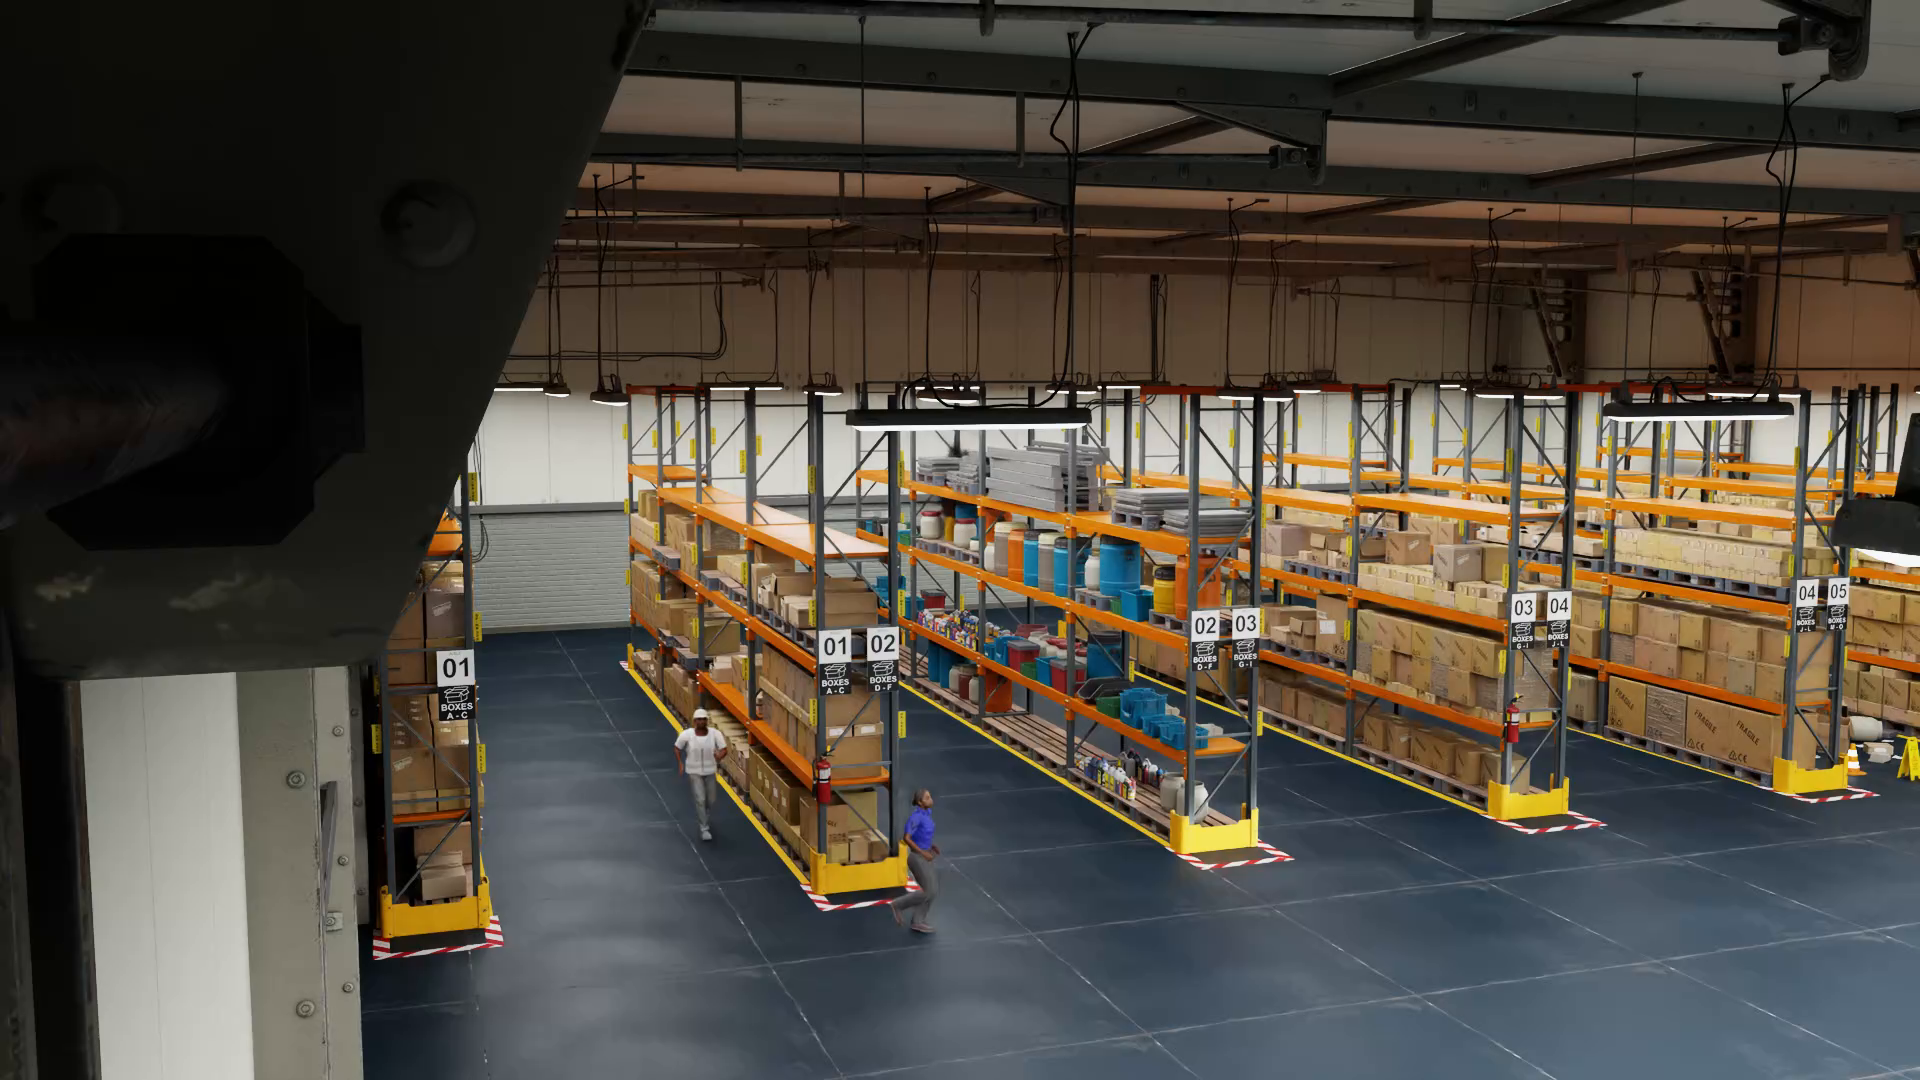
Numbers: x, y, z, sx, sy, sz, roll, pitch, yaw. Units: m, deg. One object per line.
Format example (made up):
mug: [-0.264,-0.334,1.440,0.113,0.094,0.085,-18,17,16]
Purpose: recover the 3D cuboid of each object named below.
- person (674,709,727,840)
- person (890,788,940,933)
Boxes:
person: [-3.502,3.135,22.534,0.705,1.742,0.831,-2,6,-18]
person: [-0.489,3.605,18.792,0.524,1.612,0.602,1,6,12]
